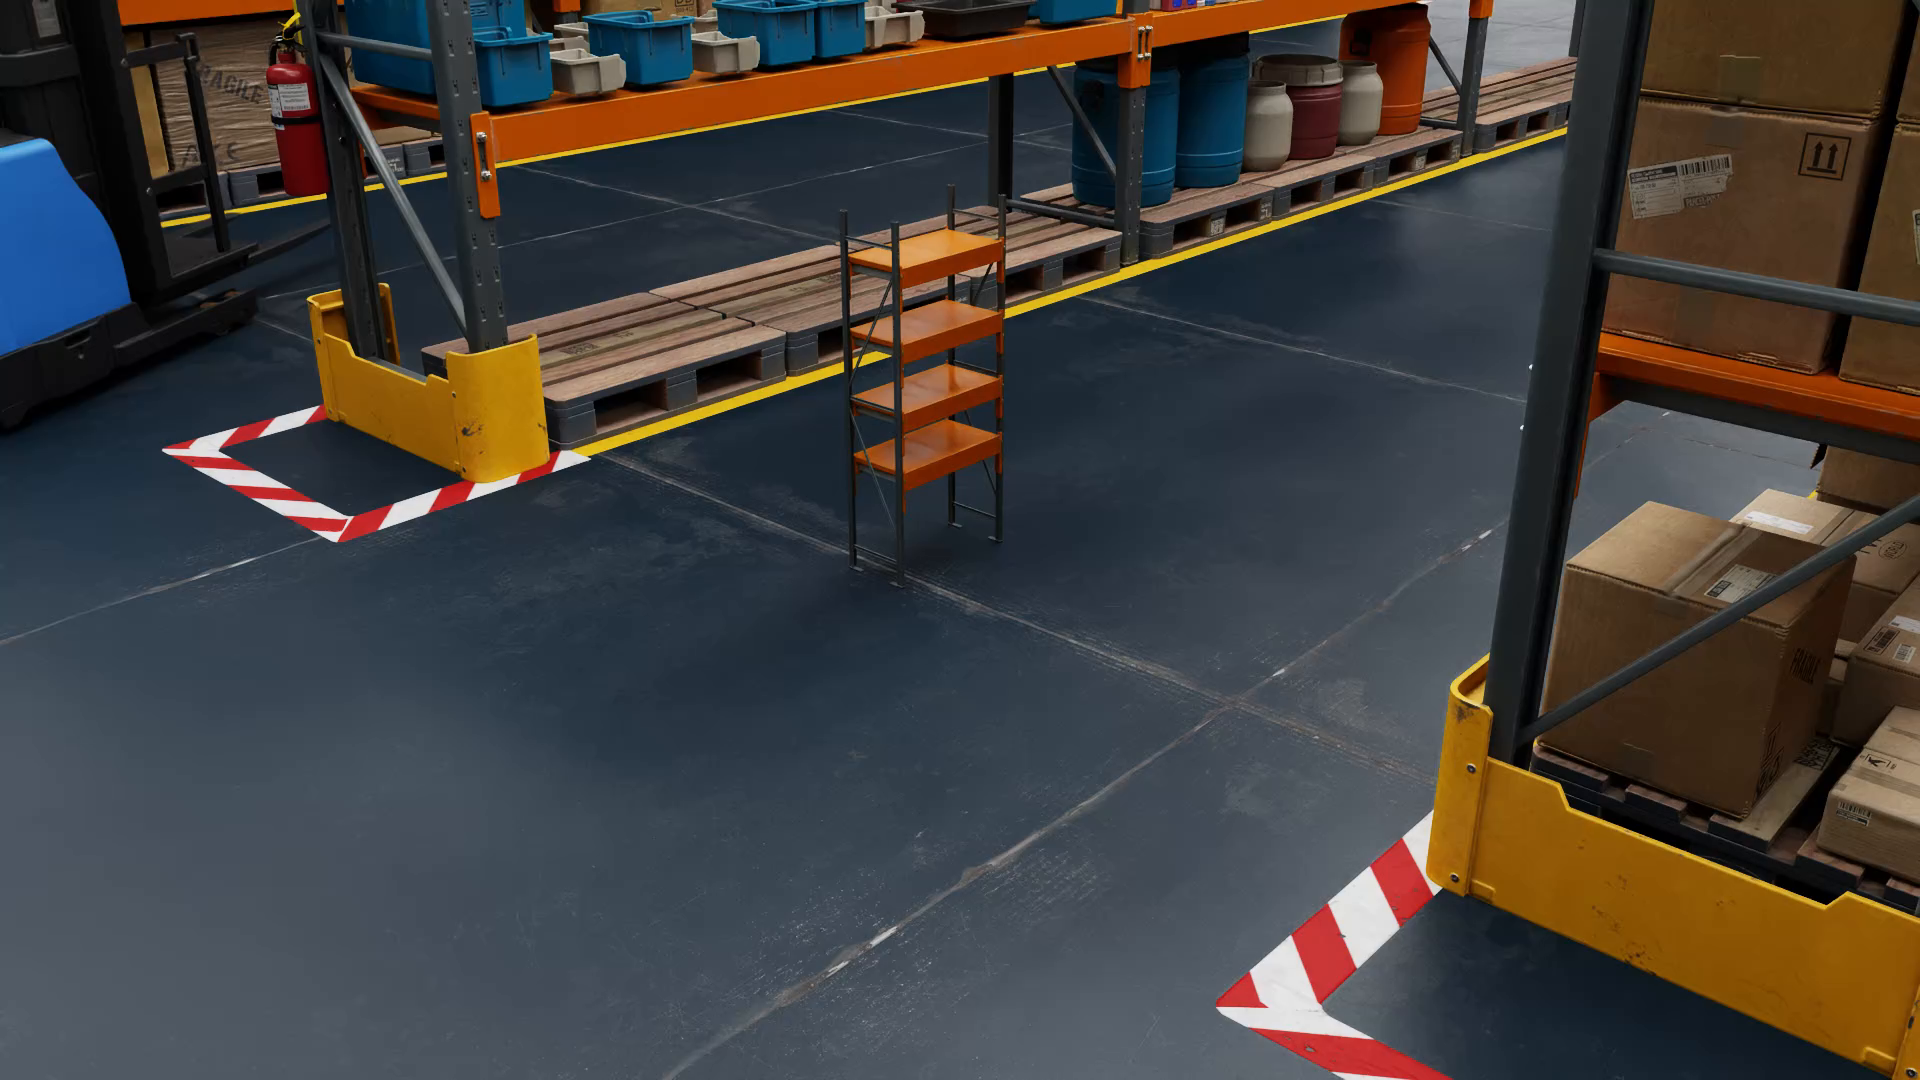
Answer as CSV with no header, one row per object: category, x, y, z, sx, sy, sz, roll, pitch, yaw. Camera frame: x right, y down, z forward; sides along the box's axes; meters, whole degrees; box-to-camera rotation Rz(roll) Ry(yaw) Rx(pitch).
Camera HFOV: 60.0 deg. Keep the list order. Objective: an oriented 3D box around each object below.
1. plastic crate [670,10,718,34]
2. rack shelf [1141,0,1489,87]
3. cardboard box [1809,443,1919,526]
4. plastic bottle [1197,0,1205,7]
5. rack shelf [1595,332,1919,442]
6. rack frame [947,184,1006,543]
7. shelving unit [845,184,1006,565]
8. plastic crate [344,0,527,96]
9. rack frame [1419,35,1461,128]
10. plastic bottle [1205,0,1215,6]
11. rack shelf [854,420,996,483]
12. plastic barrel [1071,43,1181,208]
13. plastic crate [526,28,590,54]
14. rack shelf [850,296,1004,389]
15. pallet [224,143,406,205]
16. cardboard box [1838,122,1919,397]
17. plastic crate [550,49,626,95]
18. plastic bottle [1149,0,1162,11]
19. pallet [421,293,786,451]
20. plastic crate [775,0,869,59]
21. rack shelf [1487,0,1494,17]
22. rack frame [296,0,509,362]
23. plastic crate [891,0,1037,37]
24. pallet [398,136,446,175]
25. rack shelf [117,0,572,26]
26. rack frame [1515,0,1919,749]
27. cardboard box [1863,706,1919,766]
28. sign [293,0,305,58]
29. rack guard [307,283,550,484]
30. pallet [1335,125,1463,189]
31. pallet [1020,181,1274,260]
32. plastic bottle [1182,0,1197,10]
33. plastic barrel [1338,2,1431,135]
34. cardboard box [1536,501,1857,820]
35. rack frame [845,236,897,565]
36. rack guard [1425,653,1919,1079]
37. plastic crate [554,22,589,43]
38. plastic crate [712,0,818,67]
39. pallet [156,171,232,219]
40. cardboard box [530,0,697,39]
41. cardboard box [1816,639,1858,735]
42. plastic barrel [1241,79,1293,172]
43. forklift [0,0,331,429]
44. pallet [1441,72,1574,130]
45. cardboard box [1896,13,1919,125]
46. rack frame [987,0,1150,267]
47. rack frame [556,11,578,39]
plastic crate,-1.136,-2.268,7.390,0.298,0.136,0.250,20,31,38
rack shelf,1.903,-3.291,10.304,1.077,0.370,4.000,20,31,38
cardboard box,3.005,-0.144,4.919,0.797,0.503,0.637,20,31,38
plastic bottle,1.284,-2.996,9.008,0.097,0.201,0.097,0,24,0
rack shelf,2.920,-0.841,4.512,0.919,0.052,3.809,20,31,38
rack frame,0.052,-0.571,5.558,0.240,1.200,0.015,20,31,38
shelving unit,-0.109,-0.498,5.394,0.258,1.200,0.499,20,31,38
plastic crate,-2.017,-1.988,6.401,0.616,0.435,0.499,20,31,38
rack frame,3.236,-4.230,11.517,0.949,2.616,0.053,20,31,38
plastic bottle,1.348,-3.057,9.059,0.097,0.271,0.097,0,24,0
rack shelf,-0.110,-0.290,5.485,0.221,0.050,0.457,20,31,38
plastic barrel,0.944,-2.405,9.500,0.600,0.901,0.708,20,31,38
plastic crate,-1.692,-1.996,6.785,0.396,0.136,0.243,20,31,38
rack shelf,-0.110,-0.640,5.328,0.258,0.148,0.480,20,31,38
pallet,-4.500,-2.506,11.082,1.003,0.211,1.213,20,31,38
cardboard box,2.078,-0.547,3.181,0.500,0.500,0.500,21,32,39
plastic crate,-1.415,-1.759,6.256,0.250,0.136,0.298,20,31,38
plastic bottle,1.072,-3.019,8.877,0.144,0.351,0.185,20,31,38
pallet,-1.522,-0.760,7.187,1.003,0.211,1.213,20,31,38
plastic crate,-0.612,-2.220,7.167,0.416,0.233,0.300,20,31,38
rack shelf,4.573,-4.510,13.022,1.077,0.370,4.000,20,31,38
rack frame,-2.101,-1.792,6.079,1.000,3.000,0.127,20,31,38
plastic crate,0.022,-2.498,7.917,0.437,0.125,0.590,20,31,38
pallet,-3.686,-2.880,11.915,1.003,0.211,1.213,20,31,38
rack shelf,-4.455,-3.425,10.602,1.077,0.370,4.000,20,31,38
rack frame,1.588,-0.437,3.058,0.949,2.616,0.053,20,31,38
cardboard box,2.288,0.544,3.795,0.380,0.166,0.250,20,31,38
sign,-2.521,-2.011,6.370,0.100,0.325,0.005,20,31,38
rack guard,-2.107,-0.640,6.566,1.175,0.500,0.348,20,31,38
pallet,2.743,-2.705,11.525,1.003,0.211,1.213,20,31,38
pallet,1.115,-1.962,9.867,1.003,0.211,1.213,20,31,38
plastic bottle,1.220,-2.993,8.901,0.061,0.283,0.133,20,31,38
plastic barrel,2.924,-3.277,11.531,0.600,0.830,0.708,20,31,38
cardboard box,1.765,0.269,4.001,0.500,0.500,0.500,20,31,38
rack frame,-0.274,-0.423,5.227,0.228,1.046,0.006,20,31,38
rack guard,1.636,0.680,3.623,1.175,0.500,0.348,20,31,38
plastic crate,-1.487,-2.081,6.973,0.396,0.136,0.243,20,31,38
plastic crate,-0.812,-2.129,6.963,0.416,0.233,0.300,20,31,38
pallet,-5.314,-2.136,10.257,1.003,0.211,1.213,20,31,38
cardboard box,-2.708,-3.785,12.610,1.225,0.875,0.875,20,31,38
cardboard box,2.102,0.323,4.290,0.380,0.166,0.250,20,31,38
plastic barrel,1.860,-2.591,10.390,0.421,0.512,0.421,0,24,0
forklift,-4.052,-2.325,7.353,1.130,2.935,3.031,5,25,11
pallet,4.599,-3.552,13.414,1.003,0.211,1.213,20,31,38
cardboard box,2.078,-1.003,2.976,0.500,0.500,0.500,21,32,39
rack frame,0.569,-3.010,8.797,1.000,3.000,0.127,20,31,38
rack frame,-3.120,-4.363,11.814,1.000,3.000,0.127,20,31,38
